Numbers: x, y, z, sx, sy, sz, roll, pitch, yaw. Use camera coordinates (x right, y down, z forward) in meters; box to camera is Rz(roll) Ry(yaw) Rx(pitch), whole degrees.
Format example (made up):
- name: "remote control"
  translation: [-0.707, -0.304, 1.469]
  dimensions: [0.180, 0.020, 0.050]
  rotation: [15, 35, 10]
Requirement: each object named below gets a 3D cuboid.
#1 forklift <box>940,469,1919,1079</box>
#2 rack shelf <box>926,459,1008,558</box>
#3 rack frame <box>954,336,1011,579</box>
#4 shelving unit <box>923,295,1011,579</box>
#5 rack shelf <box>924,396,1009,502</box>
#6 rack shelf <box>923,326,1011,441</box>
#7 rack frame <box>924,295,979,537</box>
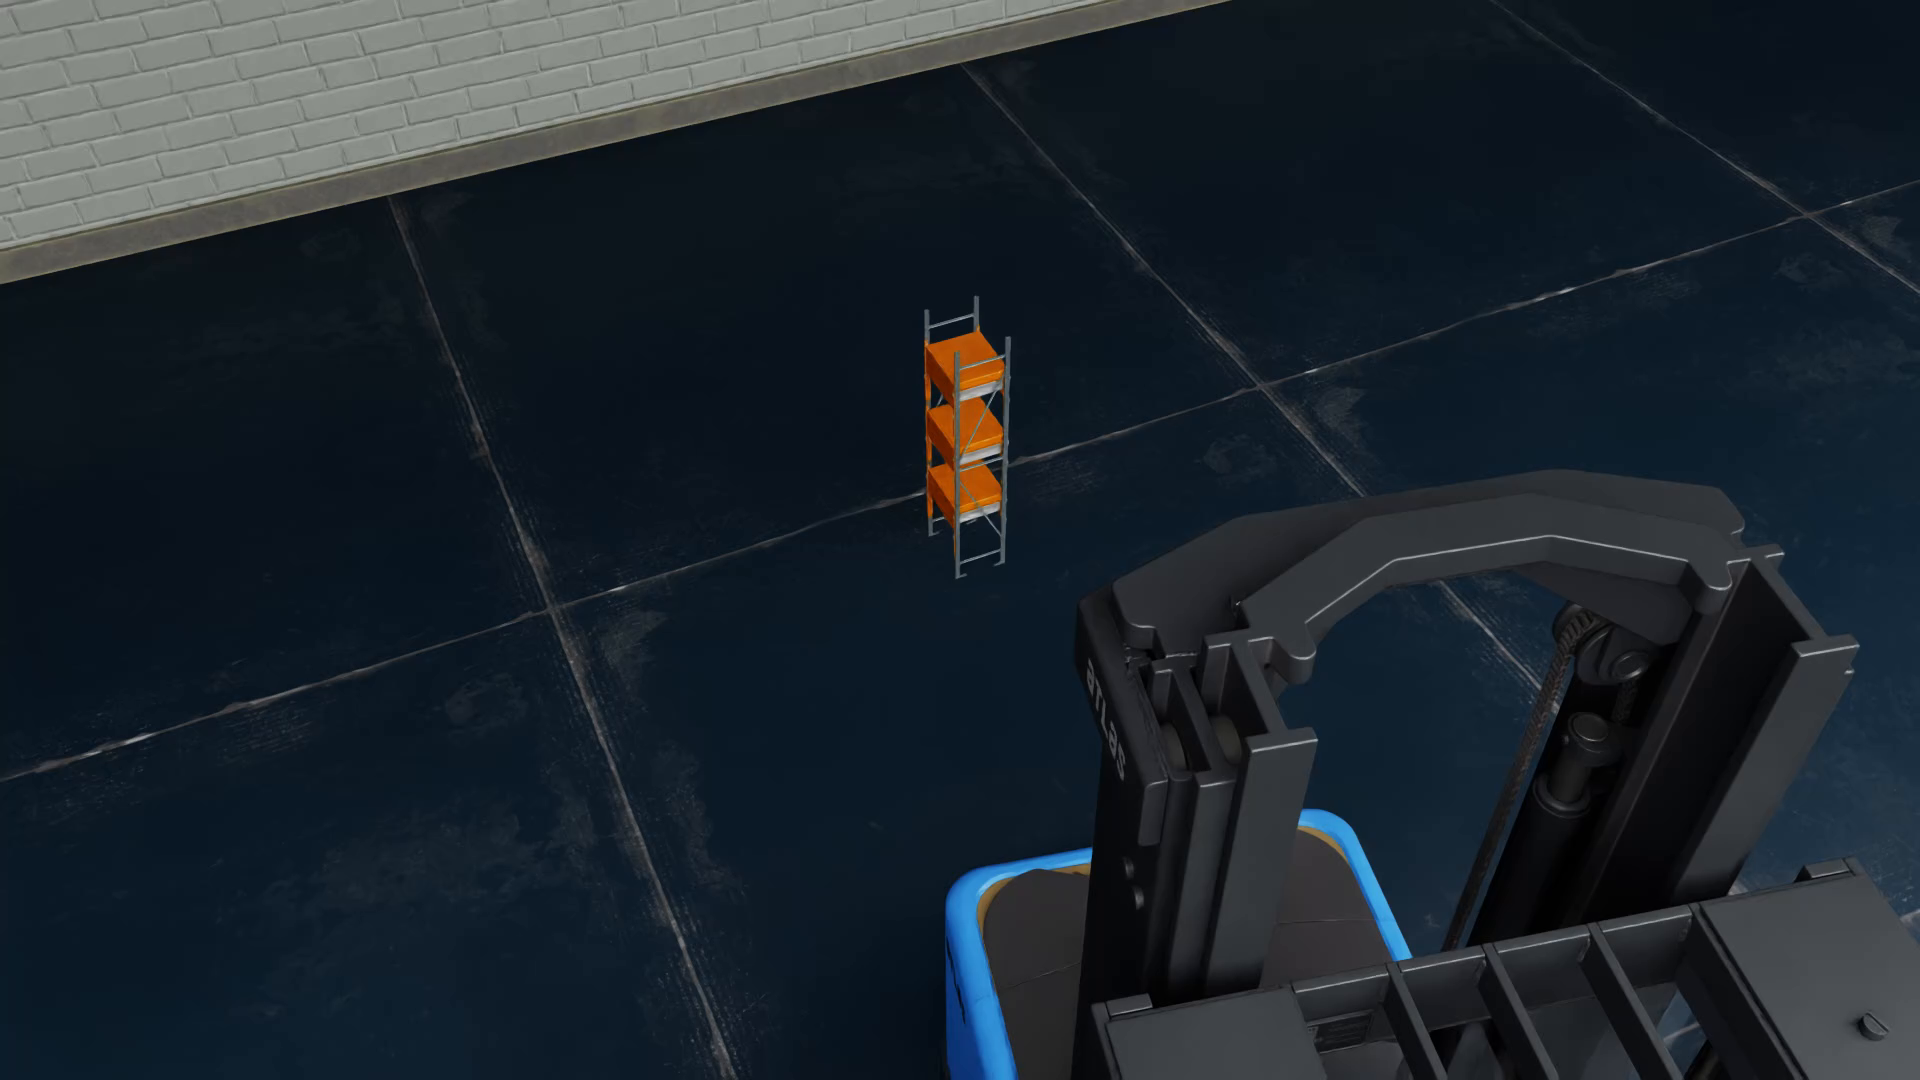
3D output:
- name: "forklift"
  translation: [0.758, 1.450, 2.693]
  dimensions: [1.130, 2.935, 3.031]
  rotation: [-9, 45, -9]
- name: "rack shelf"
  translation: [0.022, -0.134, 6.049]
  dimensions: [0.215, 0.259, 0.240]
  rotation: [-18, 47, -17]
- name: "rack frame"
  translation: [0.074, -0.262, 5.768]
  dimensions: [0.200, 1.050, 0.008]
  rotation: [-18, 47, -17]
- name: "shelving unit"
  translation: [0.022, -0.340, 5.847]
  dimensions: [0.215, 1.050, 0.252]
  rotation: [-18, 47, -17]
- name: "rack shelf"
  translation: [0.022, -0.332, 5.854]
  dimensions: [0.215, 0.259, 0.240]
  rotation: [-18, 47, -17]
- name: "rack shelf"
  translation: [0.022, -0.534, 5.655]
  dimensions: [0.215, 0.259, 0.240]
  rotation: [-18, 47, -17]
- name: "rack frame"
  translation: [-0.029, -0.417, 5.925]
  dimensions: [0.200, 1.050, 0.008]
  rotation: [-18, 47, -17]
